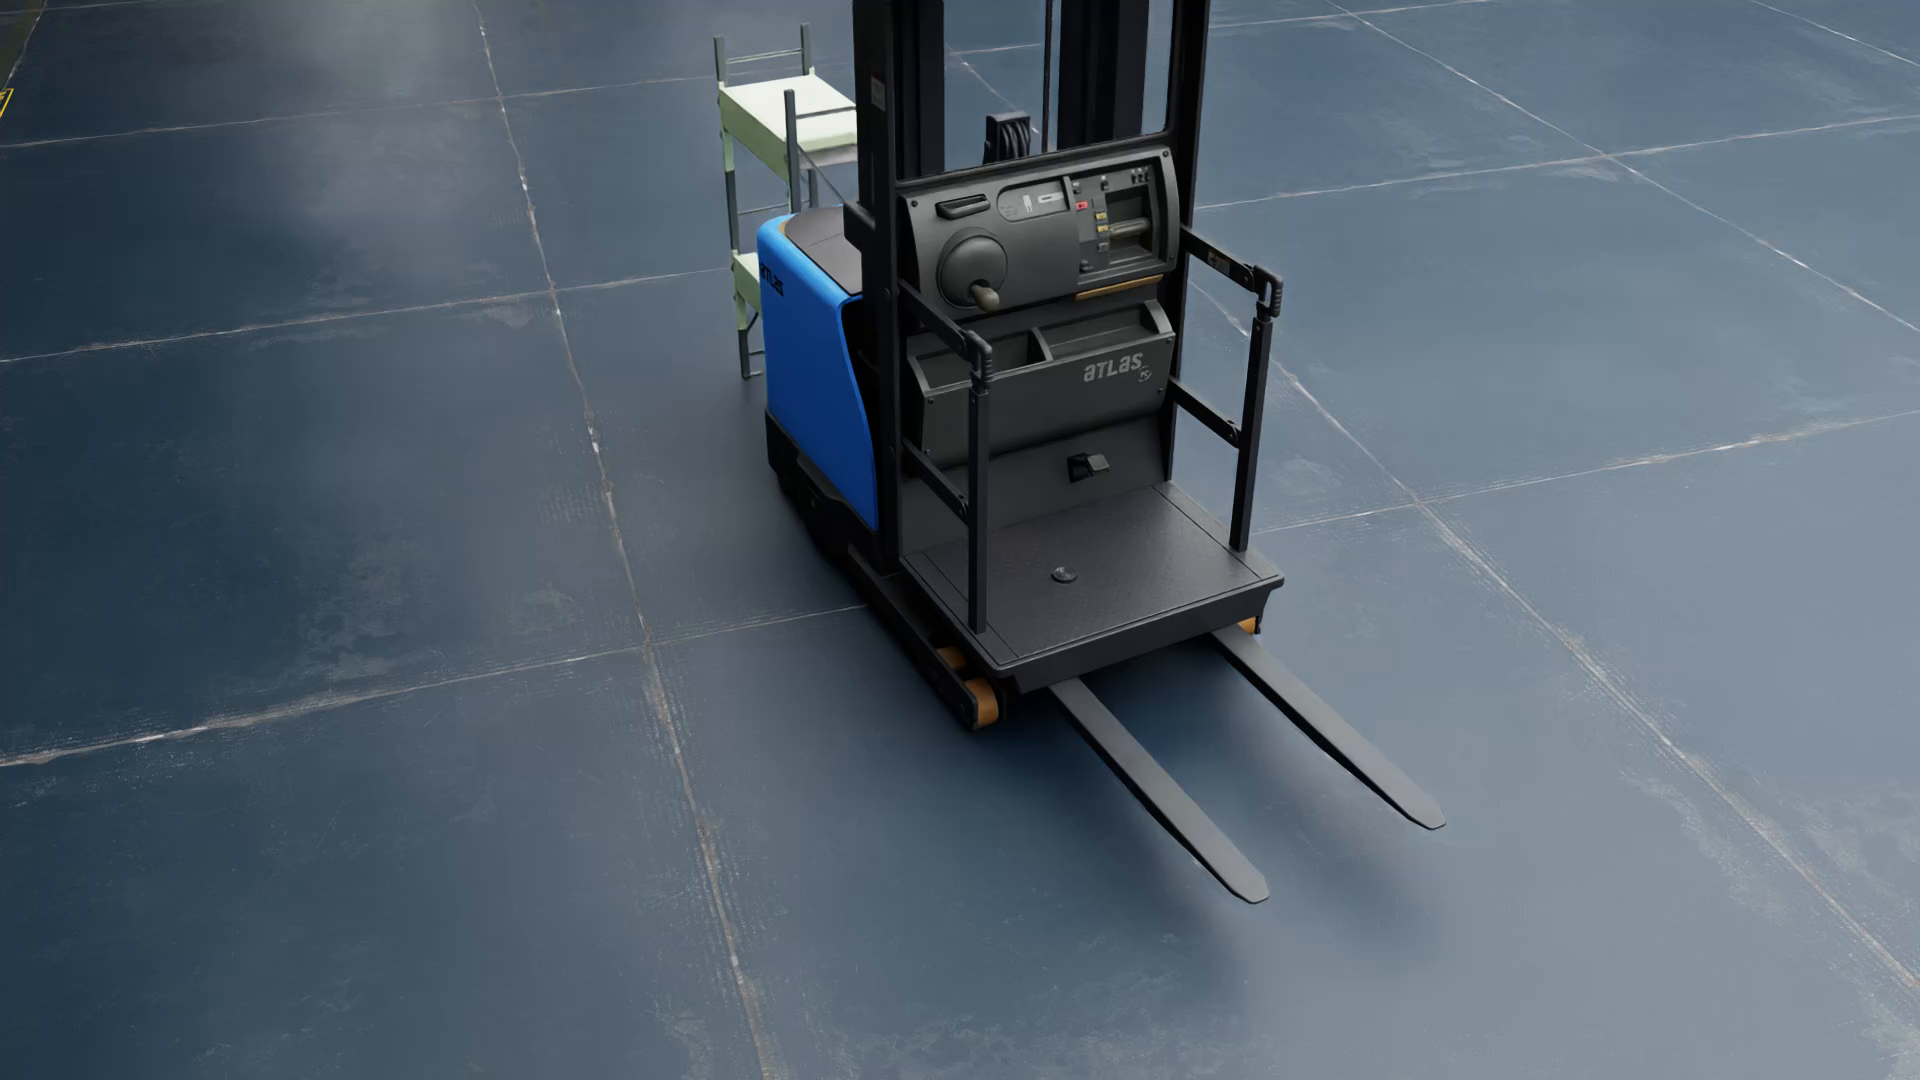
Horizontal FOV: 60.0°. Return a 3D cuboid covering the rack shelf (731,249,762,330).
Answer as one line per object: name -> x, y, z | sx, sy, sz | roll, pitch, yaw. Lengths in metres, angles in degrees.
rack shelf -> -0.616, -0.943, 6.906 | 0.431, 0.370, 0.720 | -16, 36, -22

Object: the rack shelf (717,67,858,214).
rack shelf -> -0.617, -1.541, 6.512 | 0.431, 0.370, 0.720 | -16, 36, -22

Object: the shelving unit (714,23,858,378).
shelving unit -> -0.616, -1.215, 6.726 | 0.431, 1.500, 0.755 | -16, 36, -22

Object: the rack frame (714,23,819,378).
rack frame -> -0.783, -1.394, 6.999 | 0.400, 1.500, 0.023 | -16, 36, -22

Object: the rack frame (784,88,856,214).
rack frame -> -0.450, -1.036, 6.454 | 0.400, 1.500, 0.023 | -16, 36, -22

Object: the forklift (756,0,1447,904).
forklift -> 0.368, -0.901, 4.954 | 1.130, 2.935, 3.031 | -16, 37, -23
